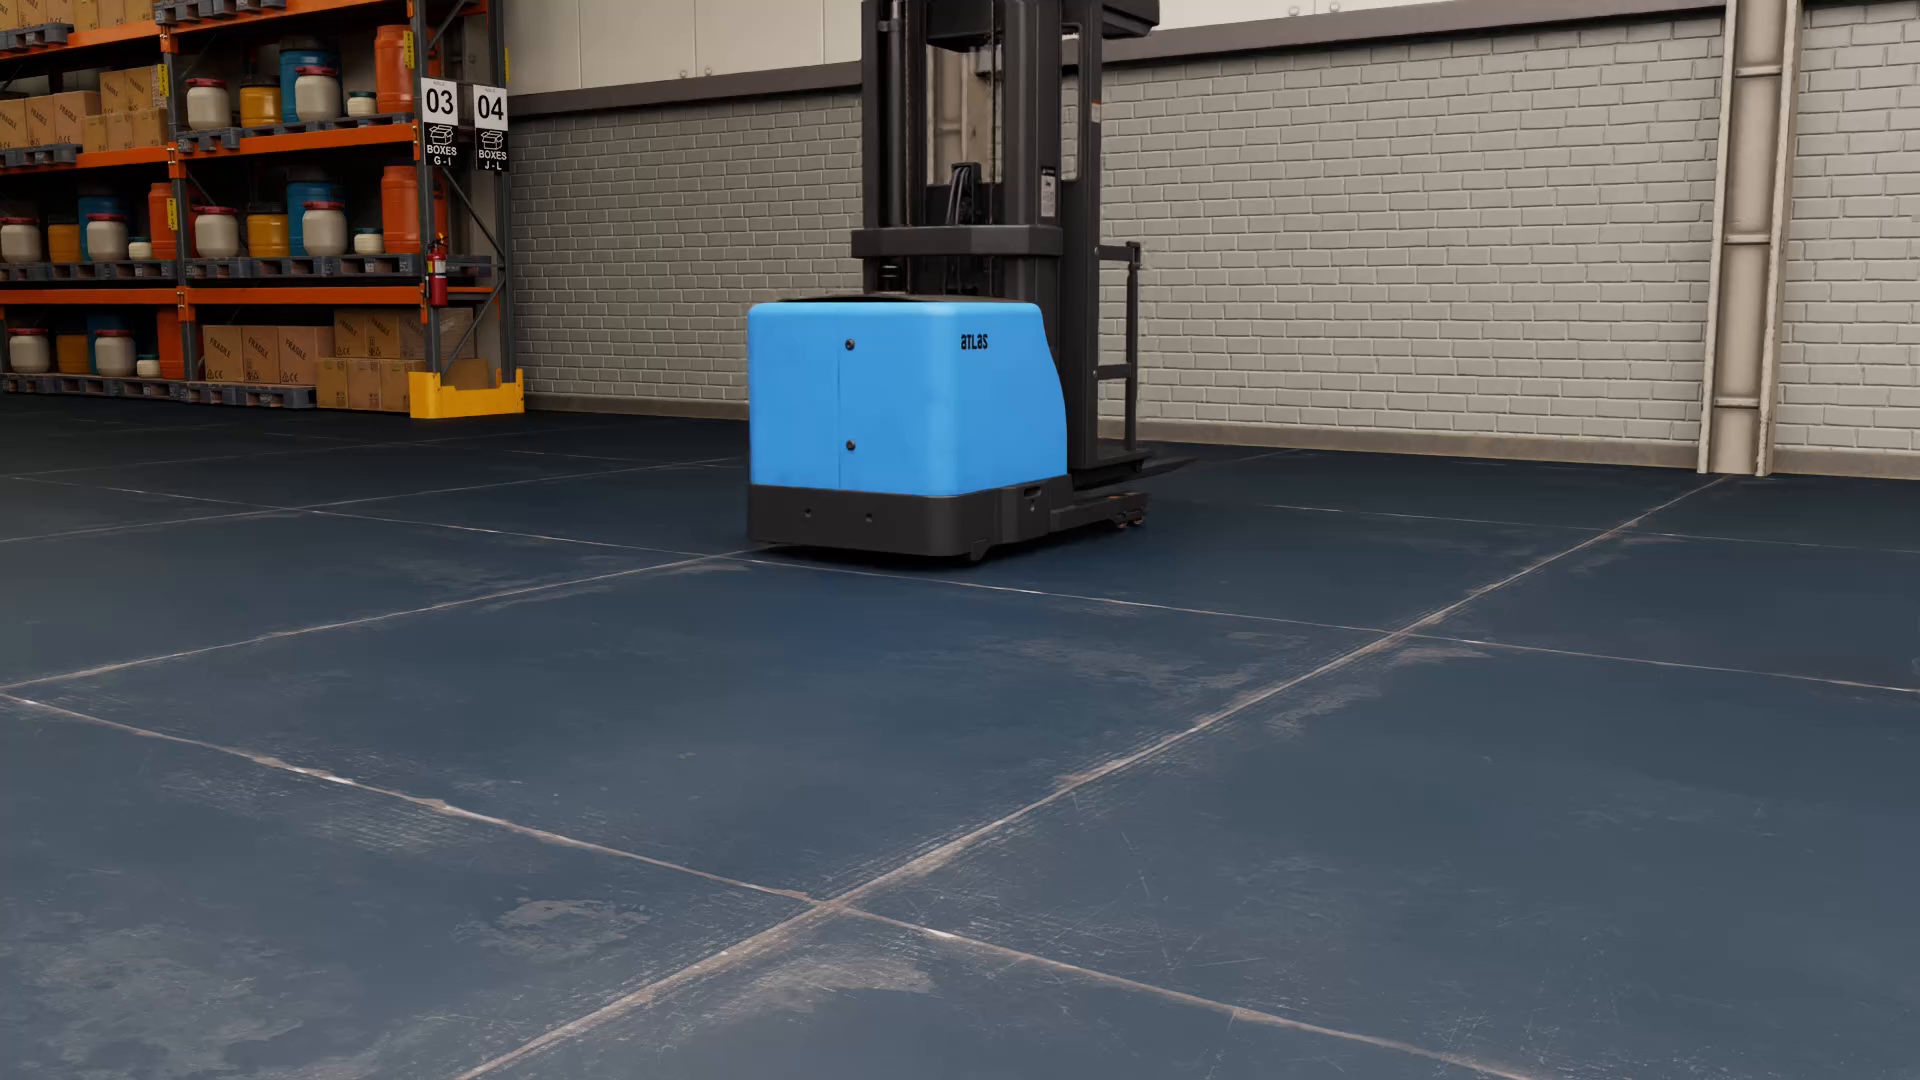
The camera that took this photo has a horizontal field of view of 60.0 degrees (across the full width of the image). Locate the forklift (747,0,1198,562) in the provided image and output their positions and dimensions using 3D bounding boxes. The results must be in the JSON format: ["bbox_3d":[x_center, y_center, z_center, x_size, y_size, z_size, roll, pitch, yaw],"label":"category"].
[{"bbox_3d":[0.268,-1.529,7.946,1.130,2.935,3.031,5,9,30],"label":"forklift"}]
